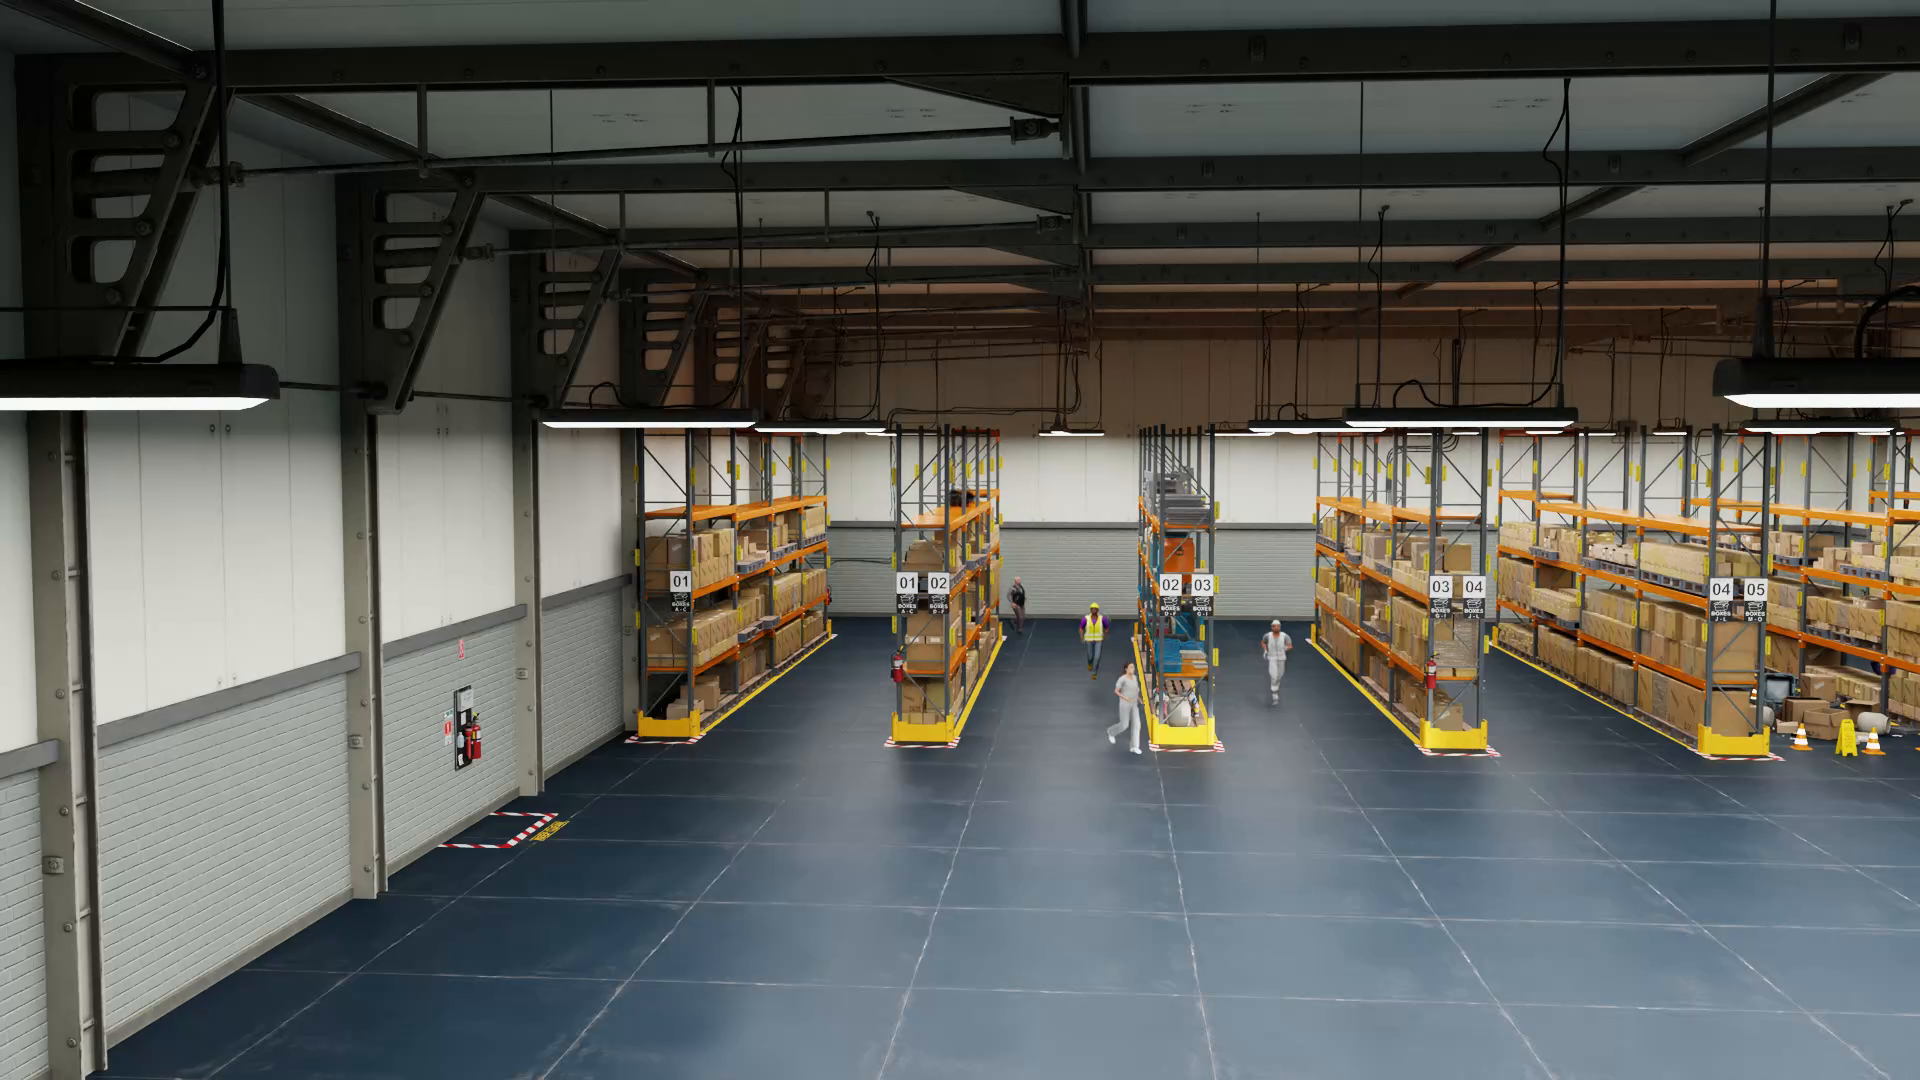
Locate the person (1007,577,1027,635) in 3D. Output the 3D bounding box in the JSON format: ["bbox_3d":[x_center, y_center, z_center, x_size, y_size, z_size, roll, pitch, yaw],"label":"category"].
[{"bbox_3d":[1.674,1.932,48.732,0.630,1.704,0.689,3,5,42],"label":"person"}]

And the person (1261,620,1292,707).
[{"bbox_3d":[6.870,2.632,35.995,0.629,1.817,0.912,0,3,2],"label":"person"}]

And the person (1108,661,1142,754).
[{"bbox_3d":[3.084,3.041,30.494,0.593,1.660,0.900,-2,4,-34],"label":"person"}]

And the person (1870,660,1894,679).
[{"bbox_3d":[21.391,2.573,38.493,0.584,1.677,0.680,0,3,-2],"label":"person"}]

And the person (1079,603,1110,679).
[{"bbox_3d":[3.062,2.288,37.851,0.707,1.714,0.650,0,3,4],"label":"person"}]
